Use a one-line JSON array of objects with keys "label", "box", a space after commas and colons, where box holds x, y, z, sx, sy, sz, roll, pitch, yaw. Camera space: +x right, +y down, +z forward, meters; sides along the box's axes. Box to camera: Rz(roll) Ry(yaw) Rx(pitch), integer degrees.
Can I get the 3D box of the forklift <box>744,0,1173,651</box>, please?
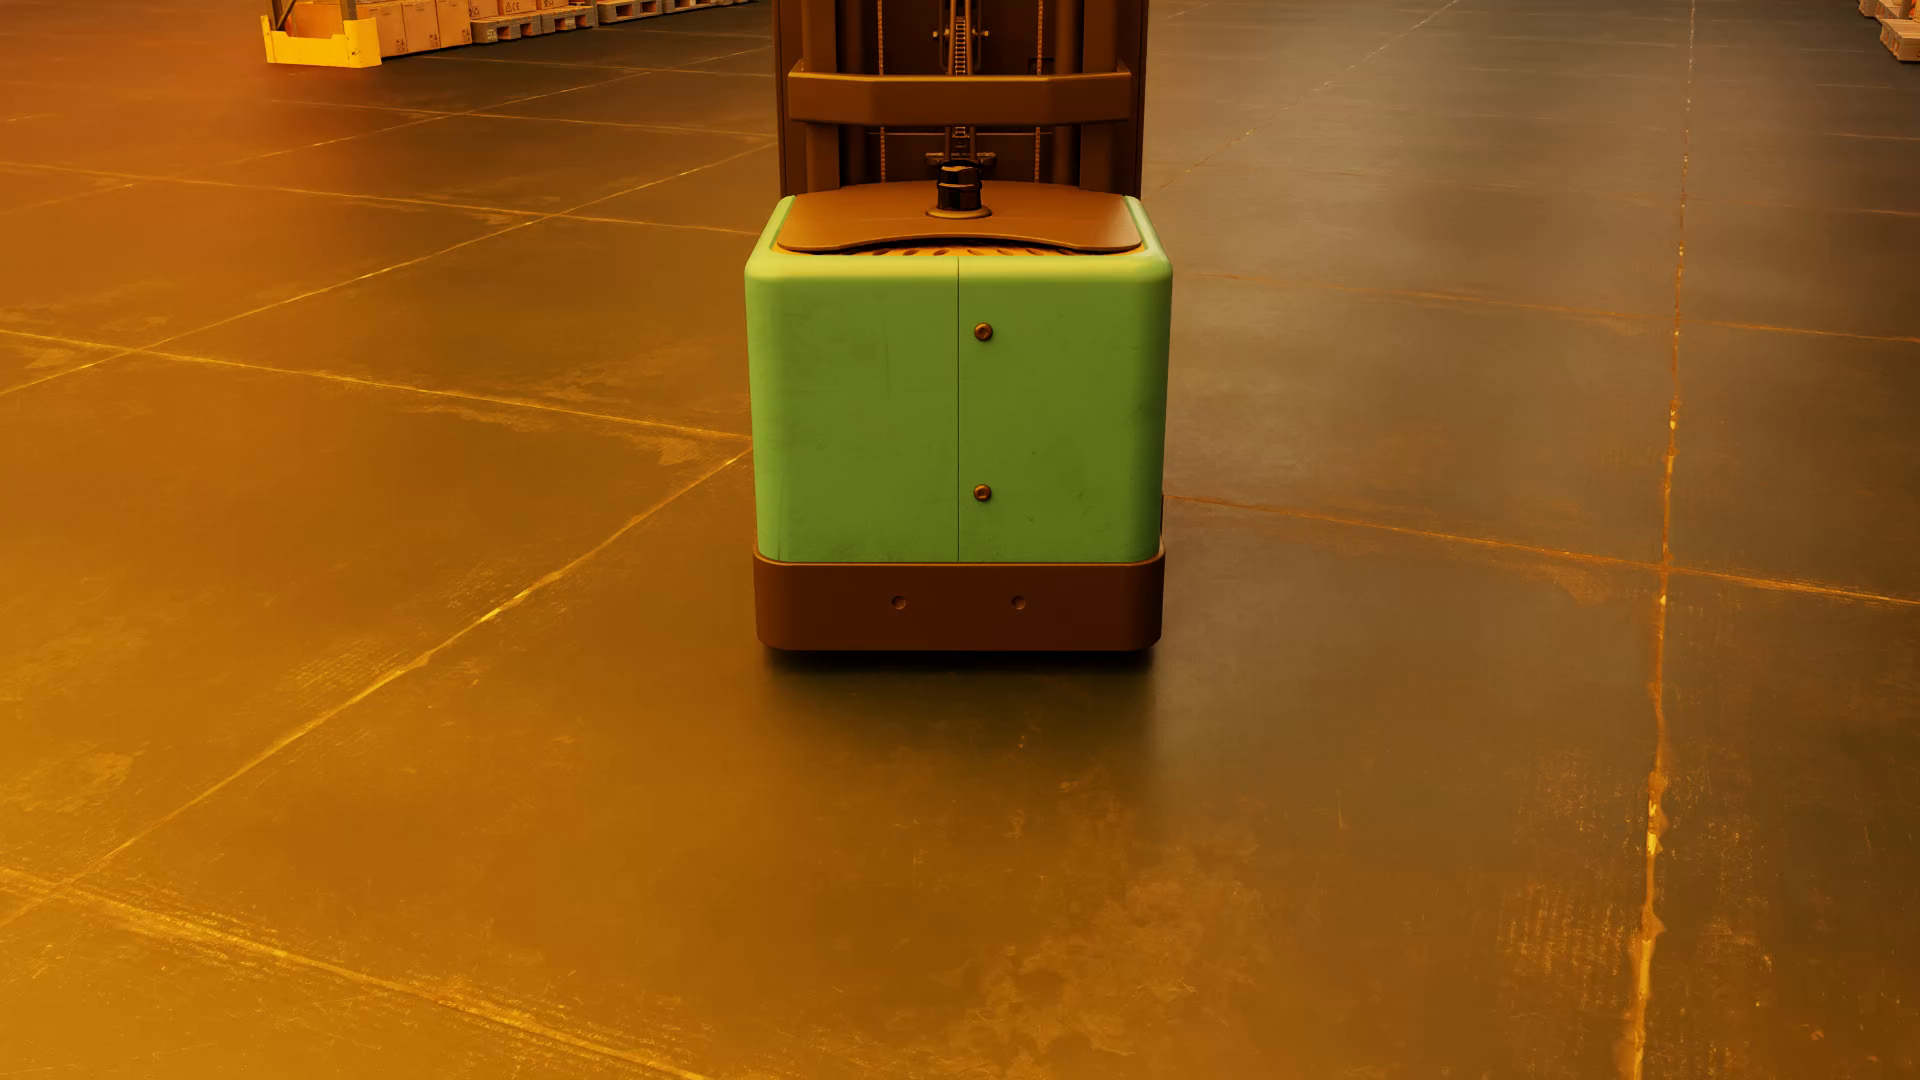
[{"label": "forklift", "box": [0.002, -1.587, 5.089, 1.130, 2.935, 3.031, 0, 23, 0]}]
